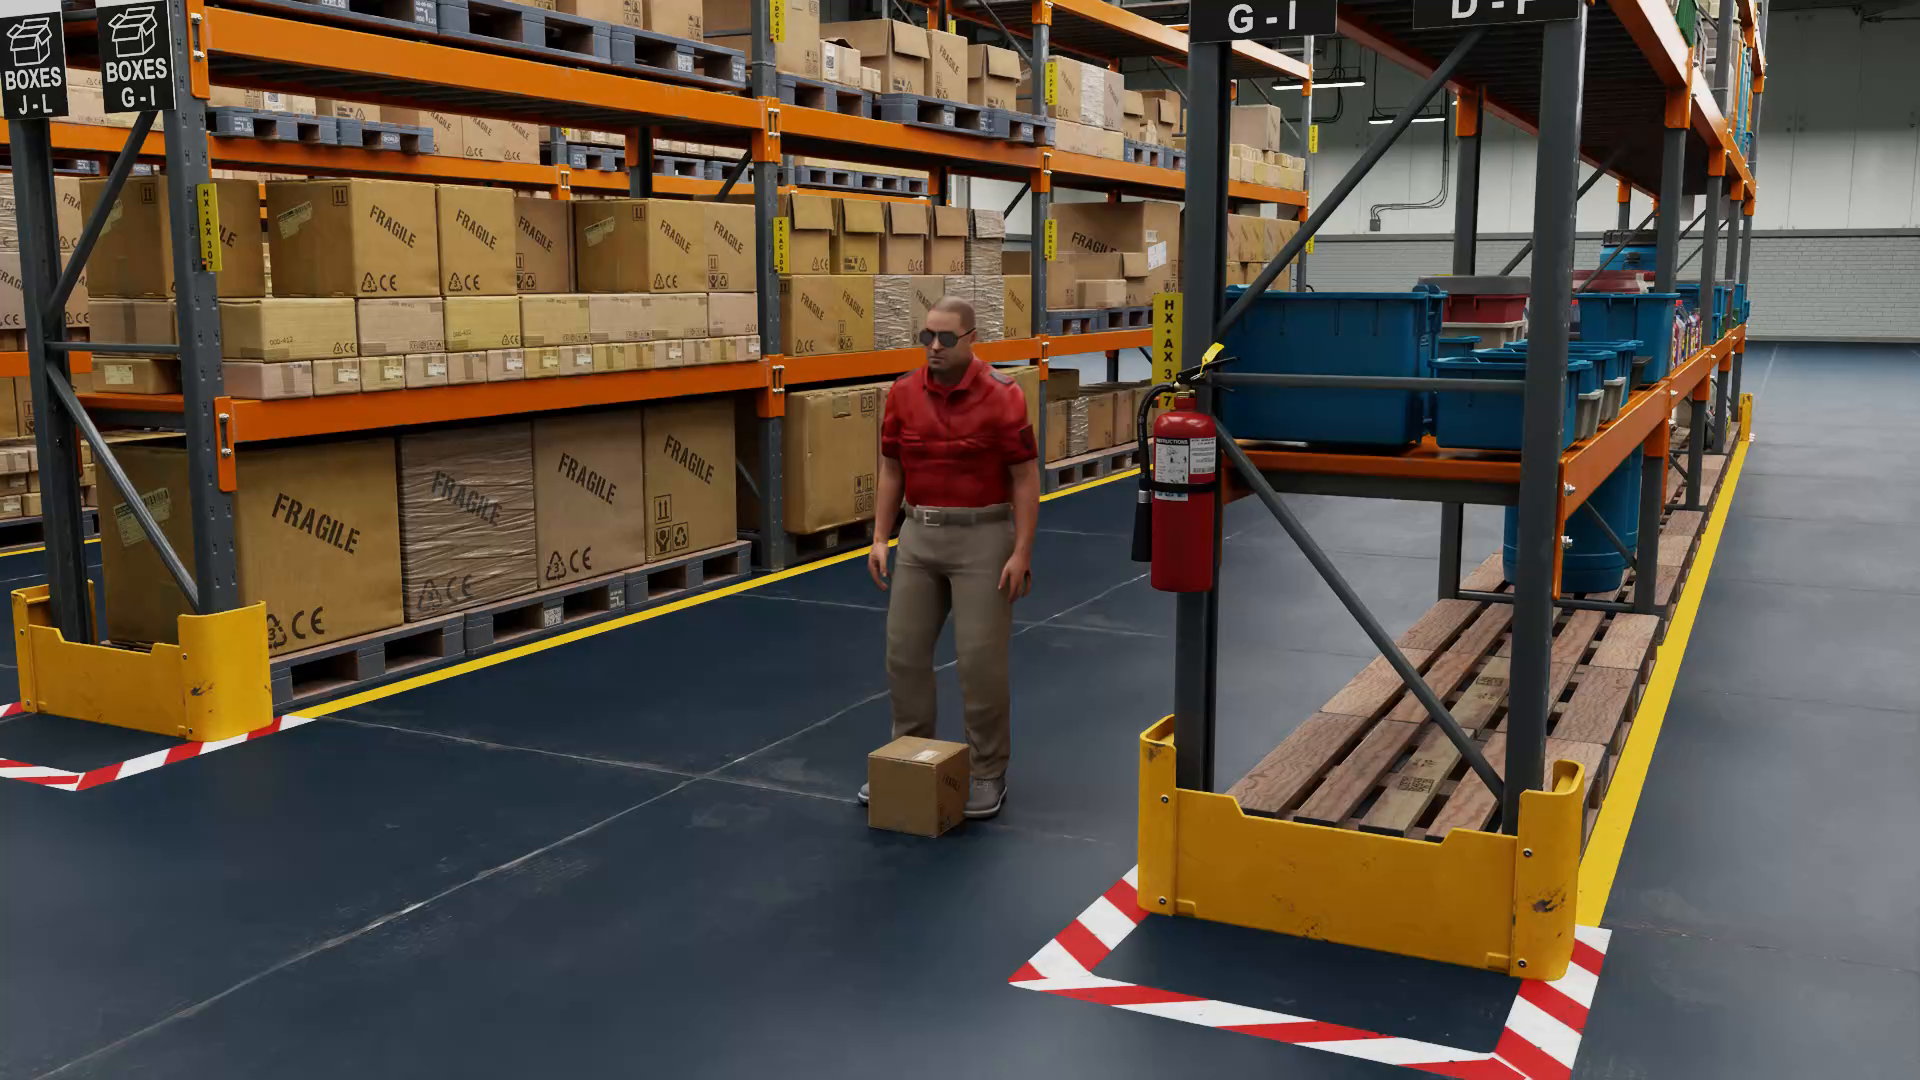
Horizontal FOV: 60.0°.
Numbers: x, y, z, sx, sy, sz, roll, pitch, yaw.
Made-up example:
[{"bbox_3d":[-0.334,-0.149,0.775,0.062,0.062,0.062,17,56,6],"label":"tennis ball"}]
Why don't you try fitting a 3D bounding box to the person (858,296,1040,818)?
[{"bbox_3d":[-0.024,0.047,5.612,0.594,1.727,0.386,4,10,25],"label":"person"}]
